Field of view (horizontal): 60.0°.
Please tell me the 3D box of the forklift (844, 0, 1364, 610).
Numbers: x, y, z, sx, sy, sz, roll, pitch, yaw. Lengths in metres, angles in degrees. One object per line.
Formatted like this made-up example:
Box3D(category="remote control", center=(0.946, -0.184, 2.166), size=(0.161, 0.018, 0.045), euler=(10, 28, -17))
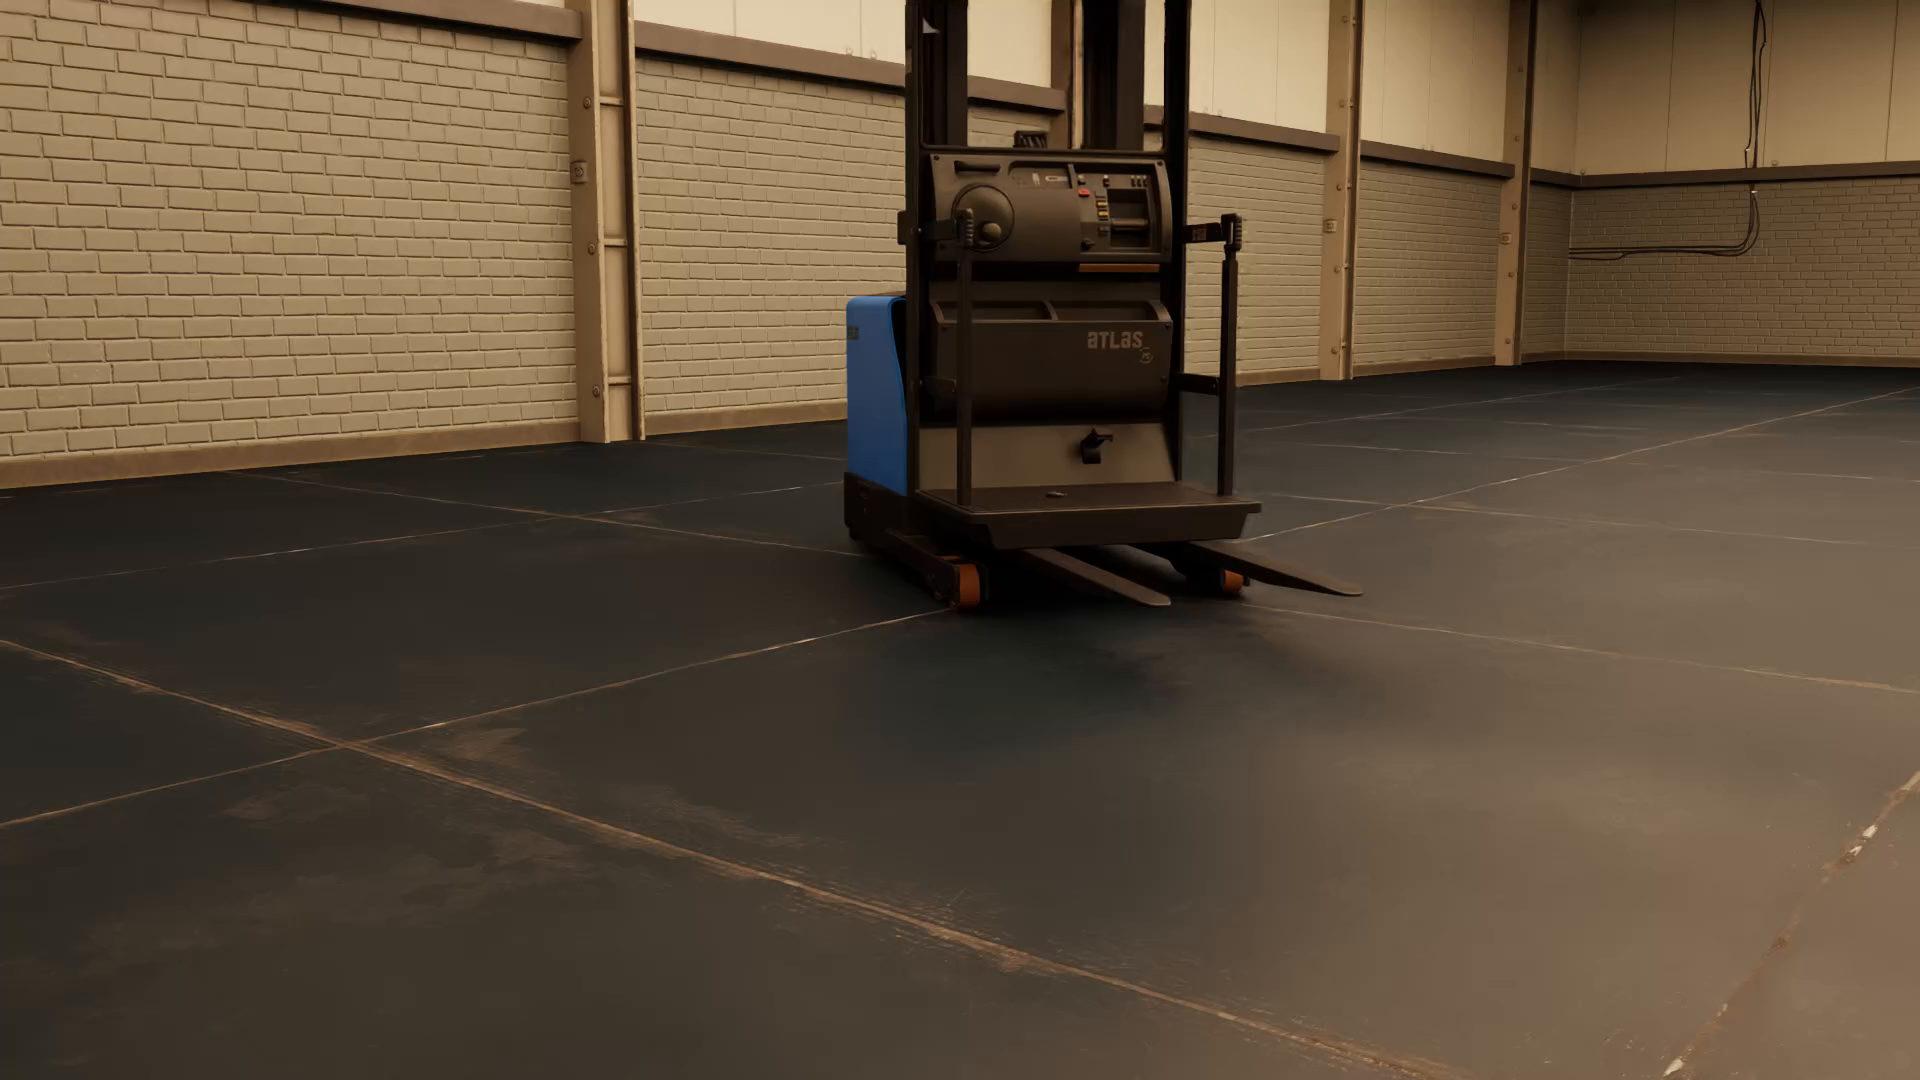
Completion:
Box3D(category="forklift", center=(0.408, -1.271, 5.968), size=(1.130, 2.935, 3.031), euler=(-3, 9, -17))
